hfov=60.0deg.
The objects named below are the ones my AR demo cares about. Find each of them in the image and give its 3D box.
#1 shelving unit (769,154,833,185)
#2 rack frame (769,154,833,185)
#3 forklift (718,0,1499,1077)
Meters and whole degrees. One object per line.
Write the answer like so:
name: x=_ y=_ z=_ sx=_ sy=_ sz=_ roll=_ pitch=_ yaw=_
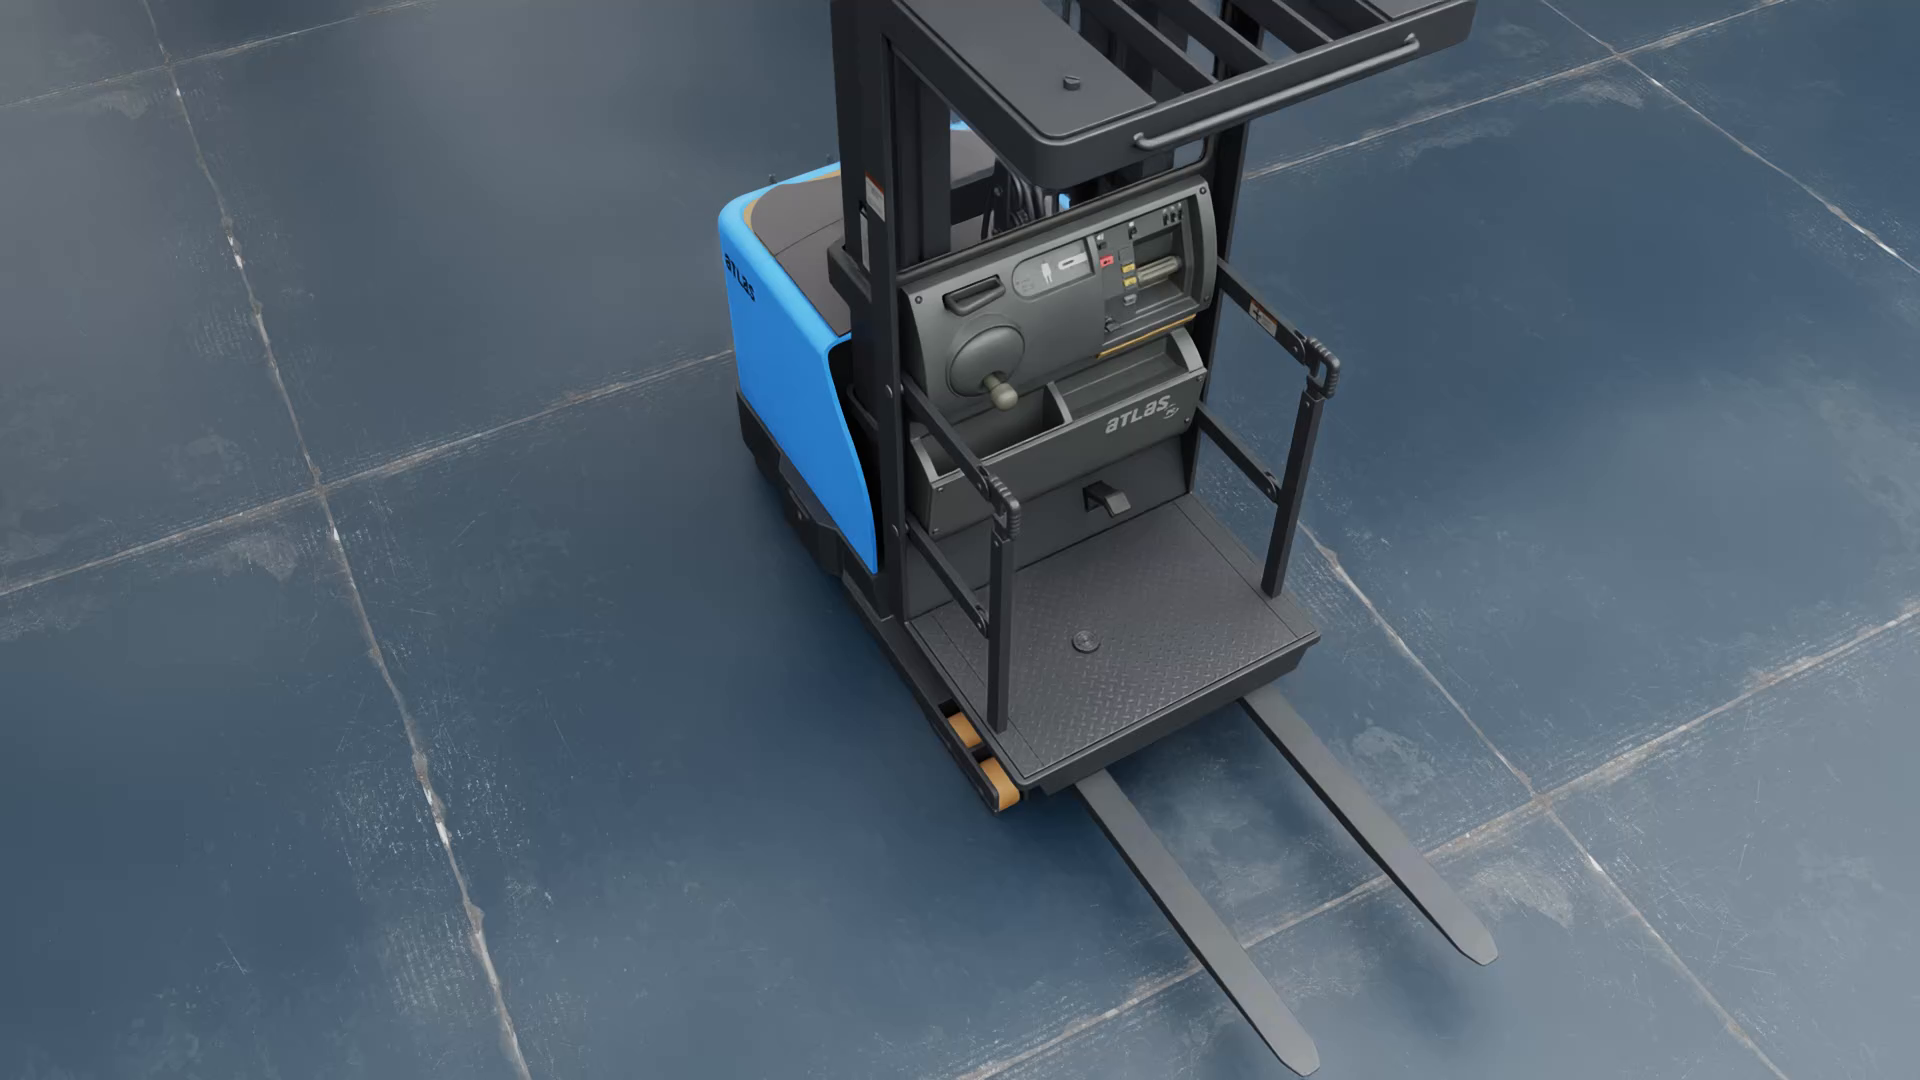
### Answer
shelving unit: x=-0.489 y=-0.916 z=5.951 sx=0.258 sy=0.900 sz=0.210 roll=-24 pitch=52 yaw=-20
rack frame: x=-0.541 y=-0.981 z=6.010 sx=0.240 sy=0.900 sz=0.006 roll=-24 pitch=52 yaw=-20
forklift: x=0.397 y=-0.552 z=4.286 sx=1.130 sy=2.935 sz=3.031 roll=-24 pitch=53 yaw=-20
